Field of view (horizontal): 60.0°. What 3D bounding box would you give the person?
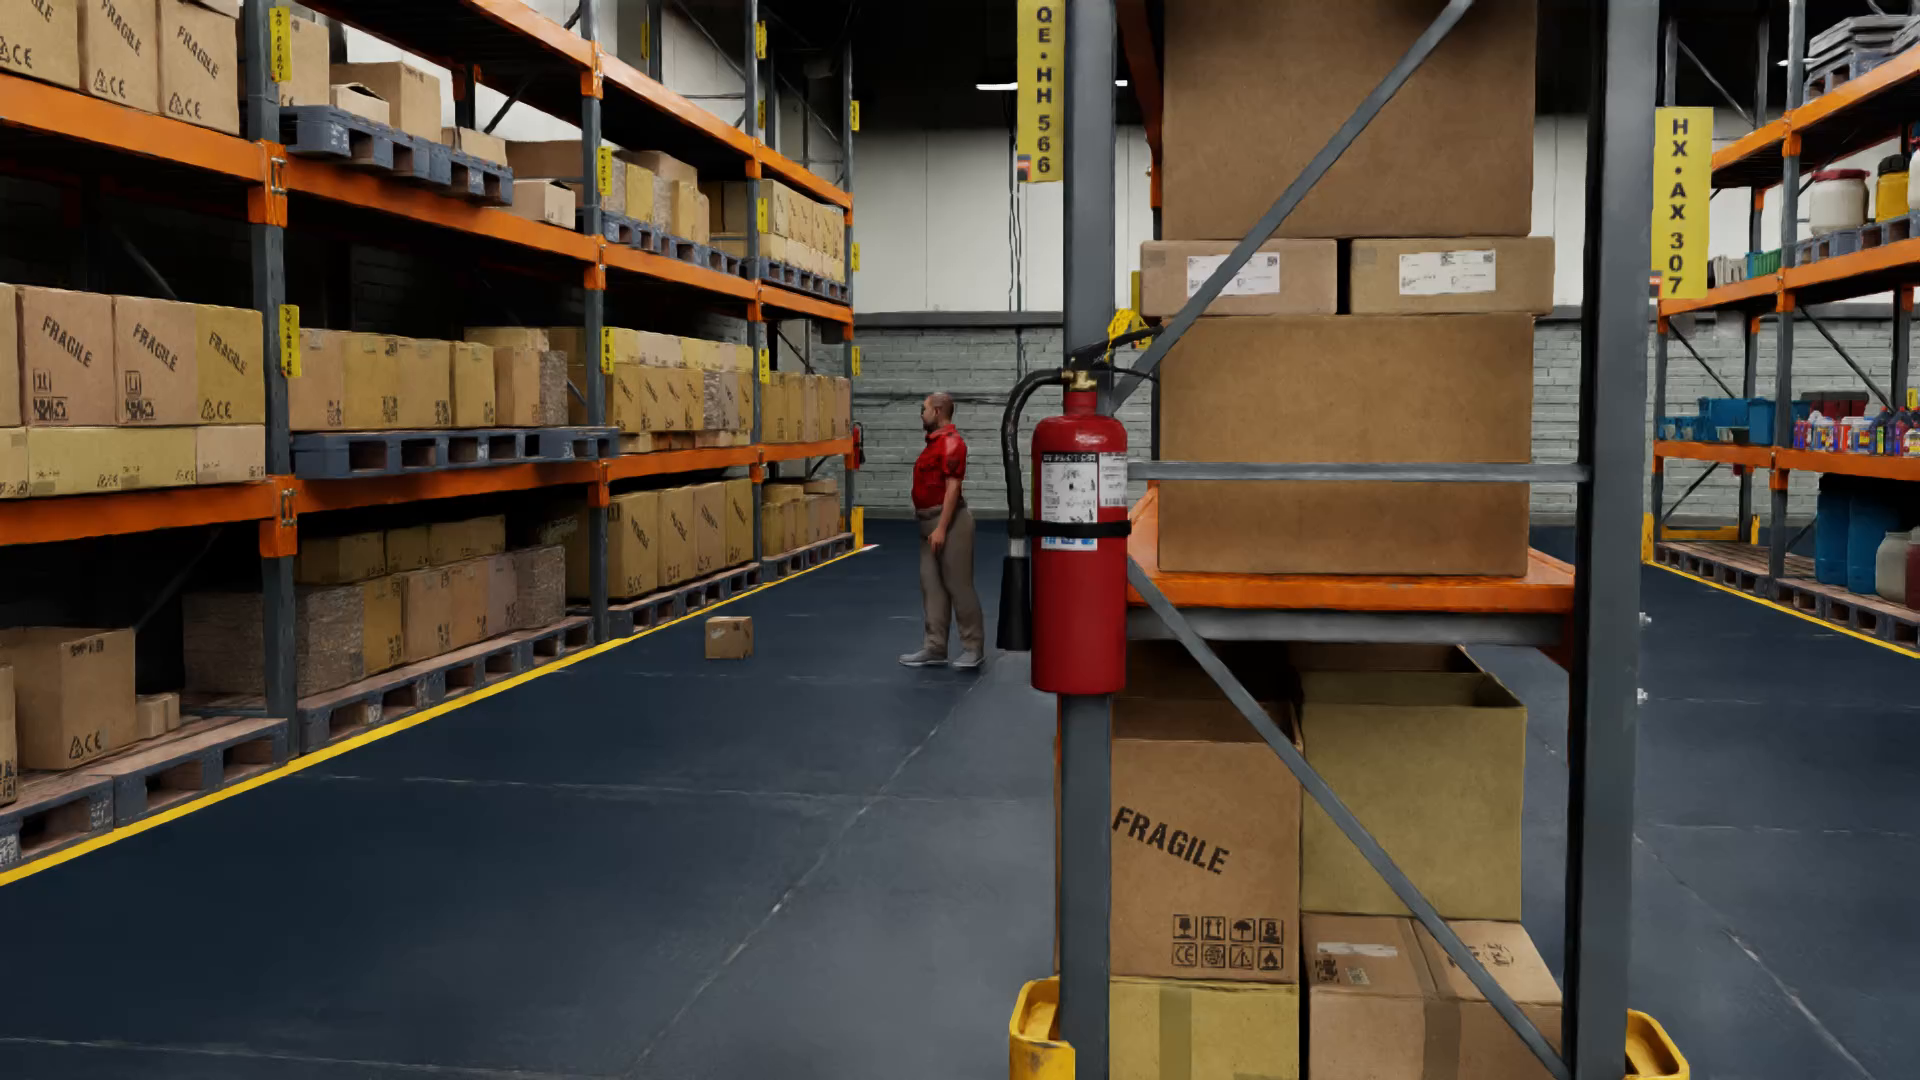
[{"bbox_3d":[-0.090,-0.059,10.448,0.493,1.740,0.541,-2,5,-19],"label":"person"}]
